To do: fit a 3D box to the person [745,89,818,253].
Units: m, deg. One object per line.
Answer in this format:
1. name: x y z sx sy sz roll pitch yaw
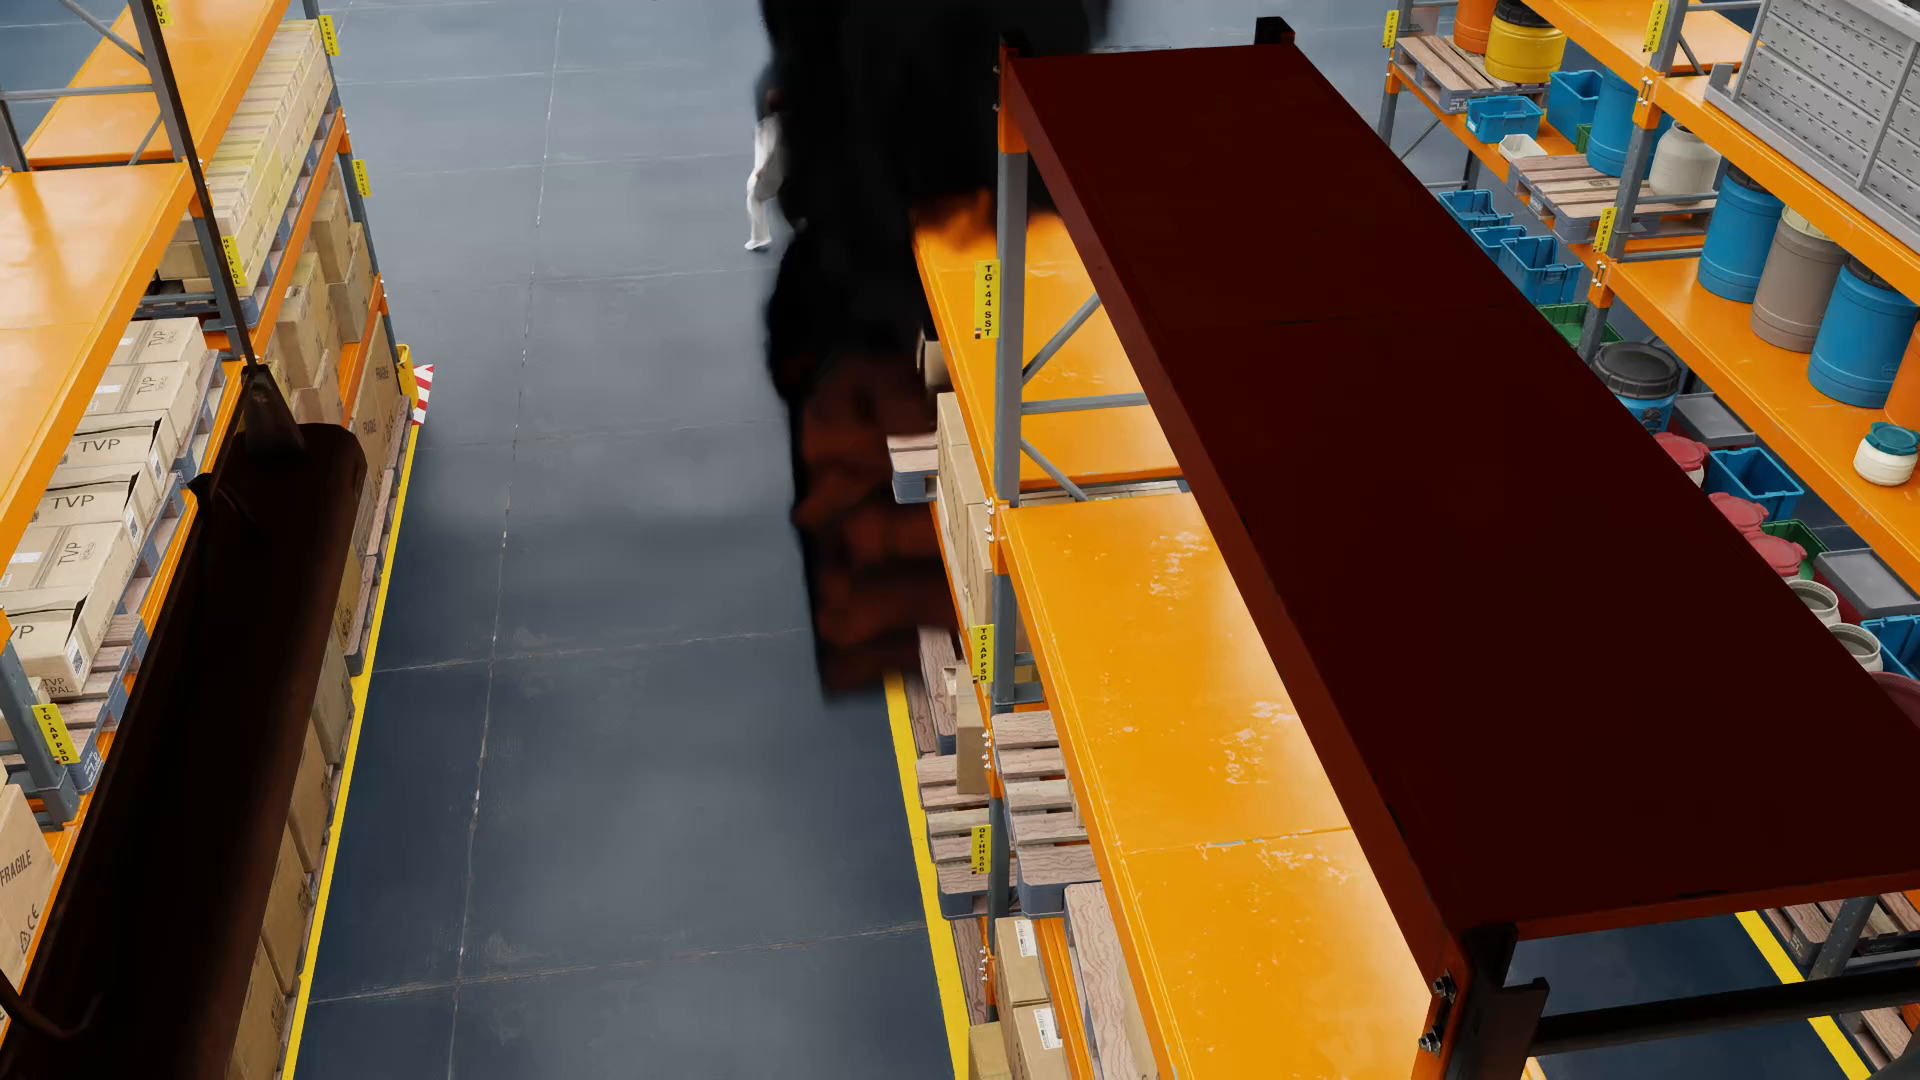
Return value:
1. person: -1.871 -3.727 17.046 0.934 1.828 0.710 27 44 32
